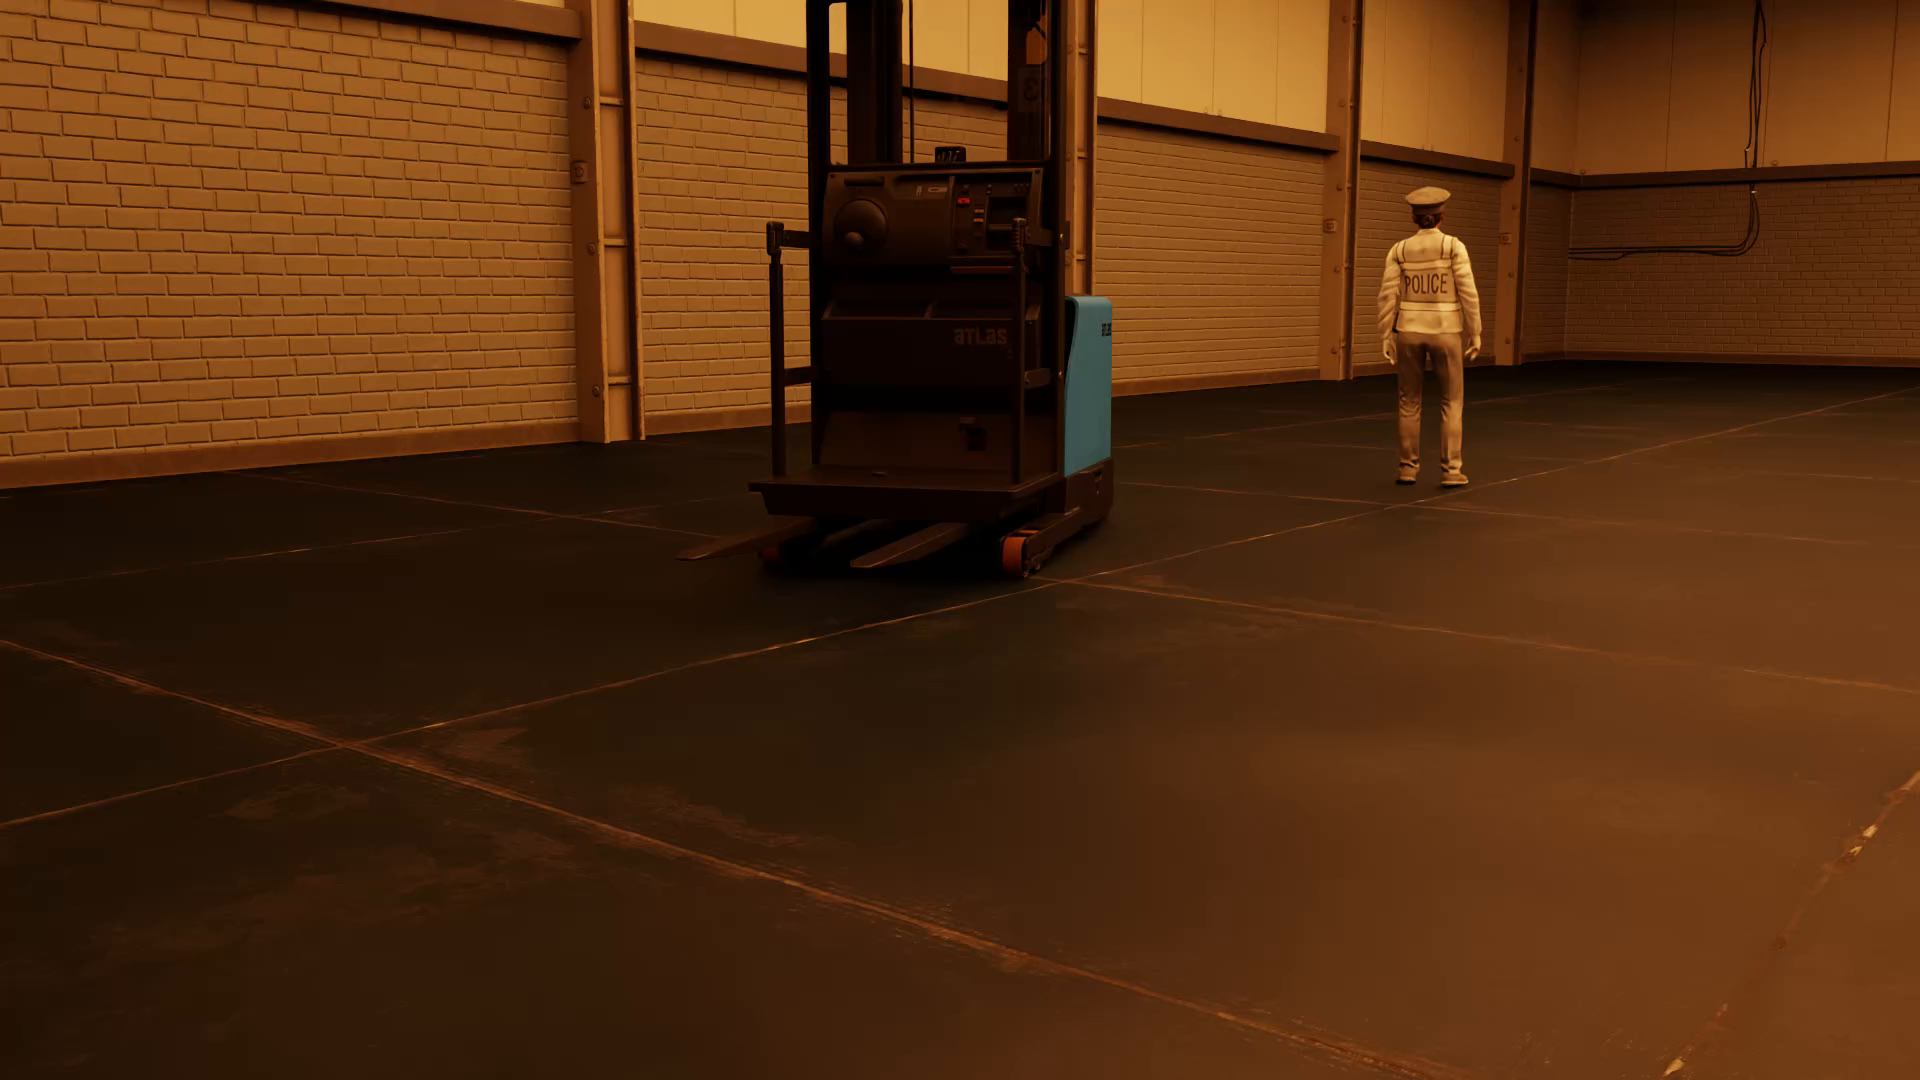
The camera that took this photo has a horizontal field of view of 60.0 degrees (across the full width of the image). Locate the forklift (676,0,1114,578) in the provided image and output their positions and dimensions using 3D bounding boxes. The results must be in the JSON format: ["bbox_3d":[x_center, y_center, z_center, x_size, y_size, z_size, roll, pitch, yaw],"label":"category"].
[{"bbox_3d":[-0.176,-1.366,6.616,1.130,2.935,3.031,3,9,17],"label":"forklift"}]

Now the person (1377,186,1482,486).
[{"bbox_3d":[2.683,-1.143,9.472,0.568,1.712,0.450,5,9,28],"label":"person"}]
